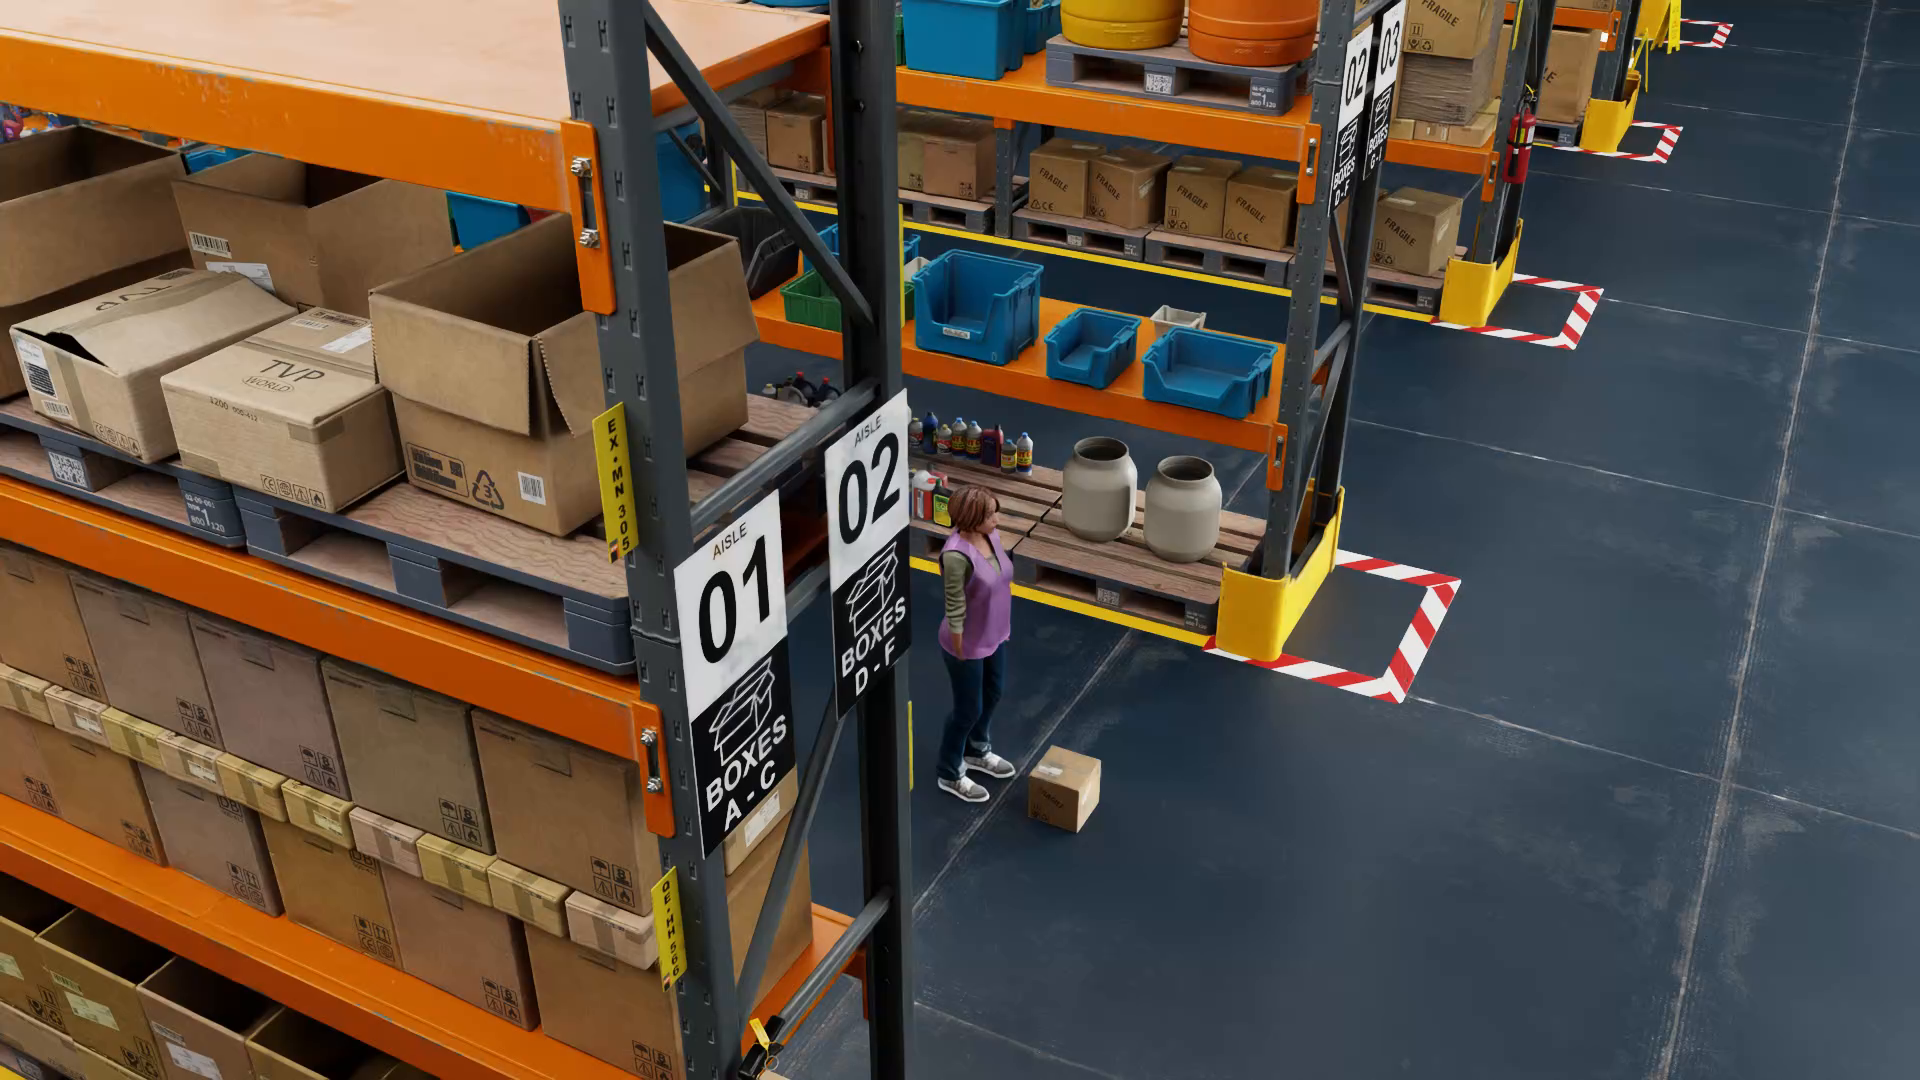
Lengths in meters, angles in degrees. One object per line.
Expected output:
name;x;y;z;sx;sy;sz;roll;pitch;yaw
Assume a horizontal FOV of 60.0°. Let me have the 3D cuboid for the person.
person;0.071;0.452;7.522;0.316;1.597;0.407;15;34;24
